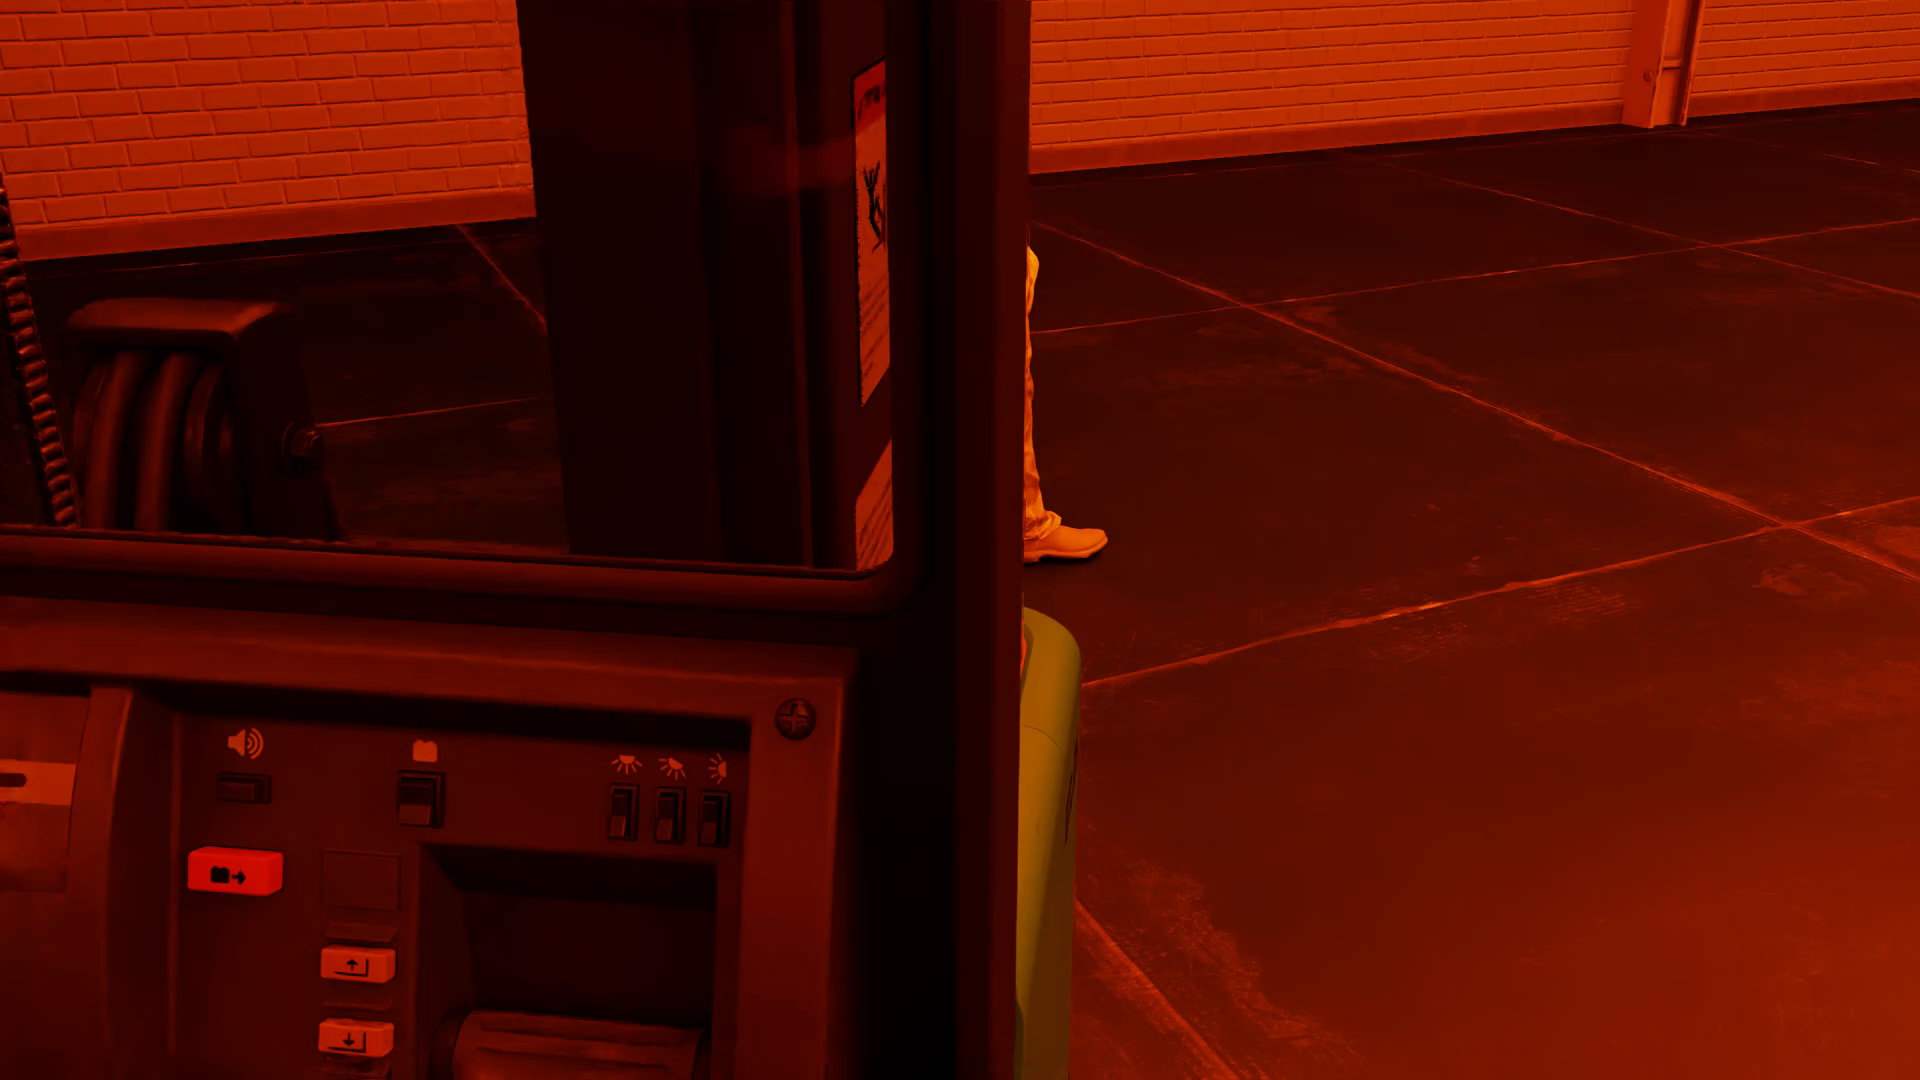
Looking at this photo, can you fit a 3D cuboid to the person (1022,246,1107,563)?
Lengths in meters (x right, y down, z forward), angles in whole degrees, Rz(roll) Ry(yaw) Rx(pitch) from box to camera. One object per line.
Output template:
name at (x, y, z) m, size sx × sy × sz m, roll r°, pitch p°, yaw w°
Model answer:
person at (0.070, -0.839, 4.783) m, size 0.574 × 1.785 × 0.657 m, roll -10°, pitch 25°, yaw -23°
